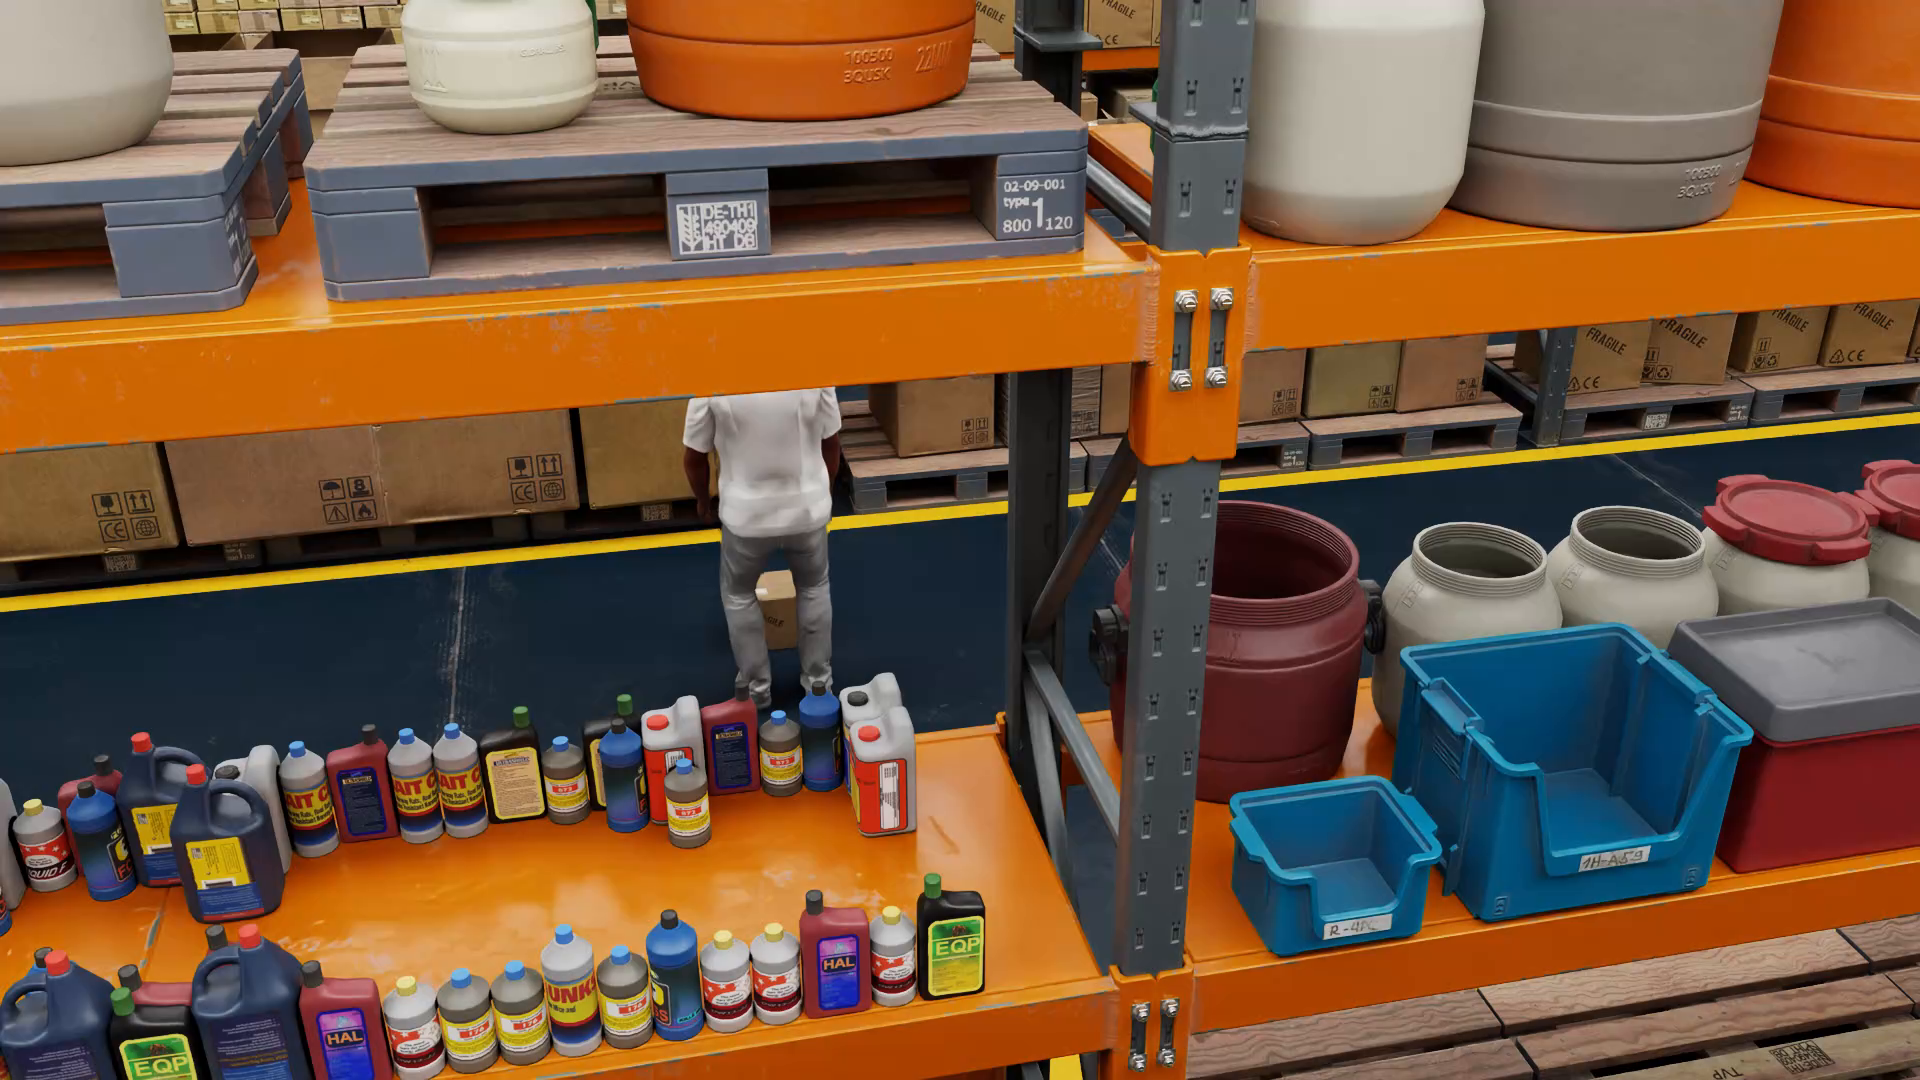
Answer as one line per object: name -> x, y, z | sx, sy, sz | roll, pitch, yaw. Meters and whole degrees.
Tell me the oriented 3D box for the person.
person -> -0.752, -0.131, 6.447 | 0.602, 1.682, 0.511 | -5, 27, -10
